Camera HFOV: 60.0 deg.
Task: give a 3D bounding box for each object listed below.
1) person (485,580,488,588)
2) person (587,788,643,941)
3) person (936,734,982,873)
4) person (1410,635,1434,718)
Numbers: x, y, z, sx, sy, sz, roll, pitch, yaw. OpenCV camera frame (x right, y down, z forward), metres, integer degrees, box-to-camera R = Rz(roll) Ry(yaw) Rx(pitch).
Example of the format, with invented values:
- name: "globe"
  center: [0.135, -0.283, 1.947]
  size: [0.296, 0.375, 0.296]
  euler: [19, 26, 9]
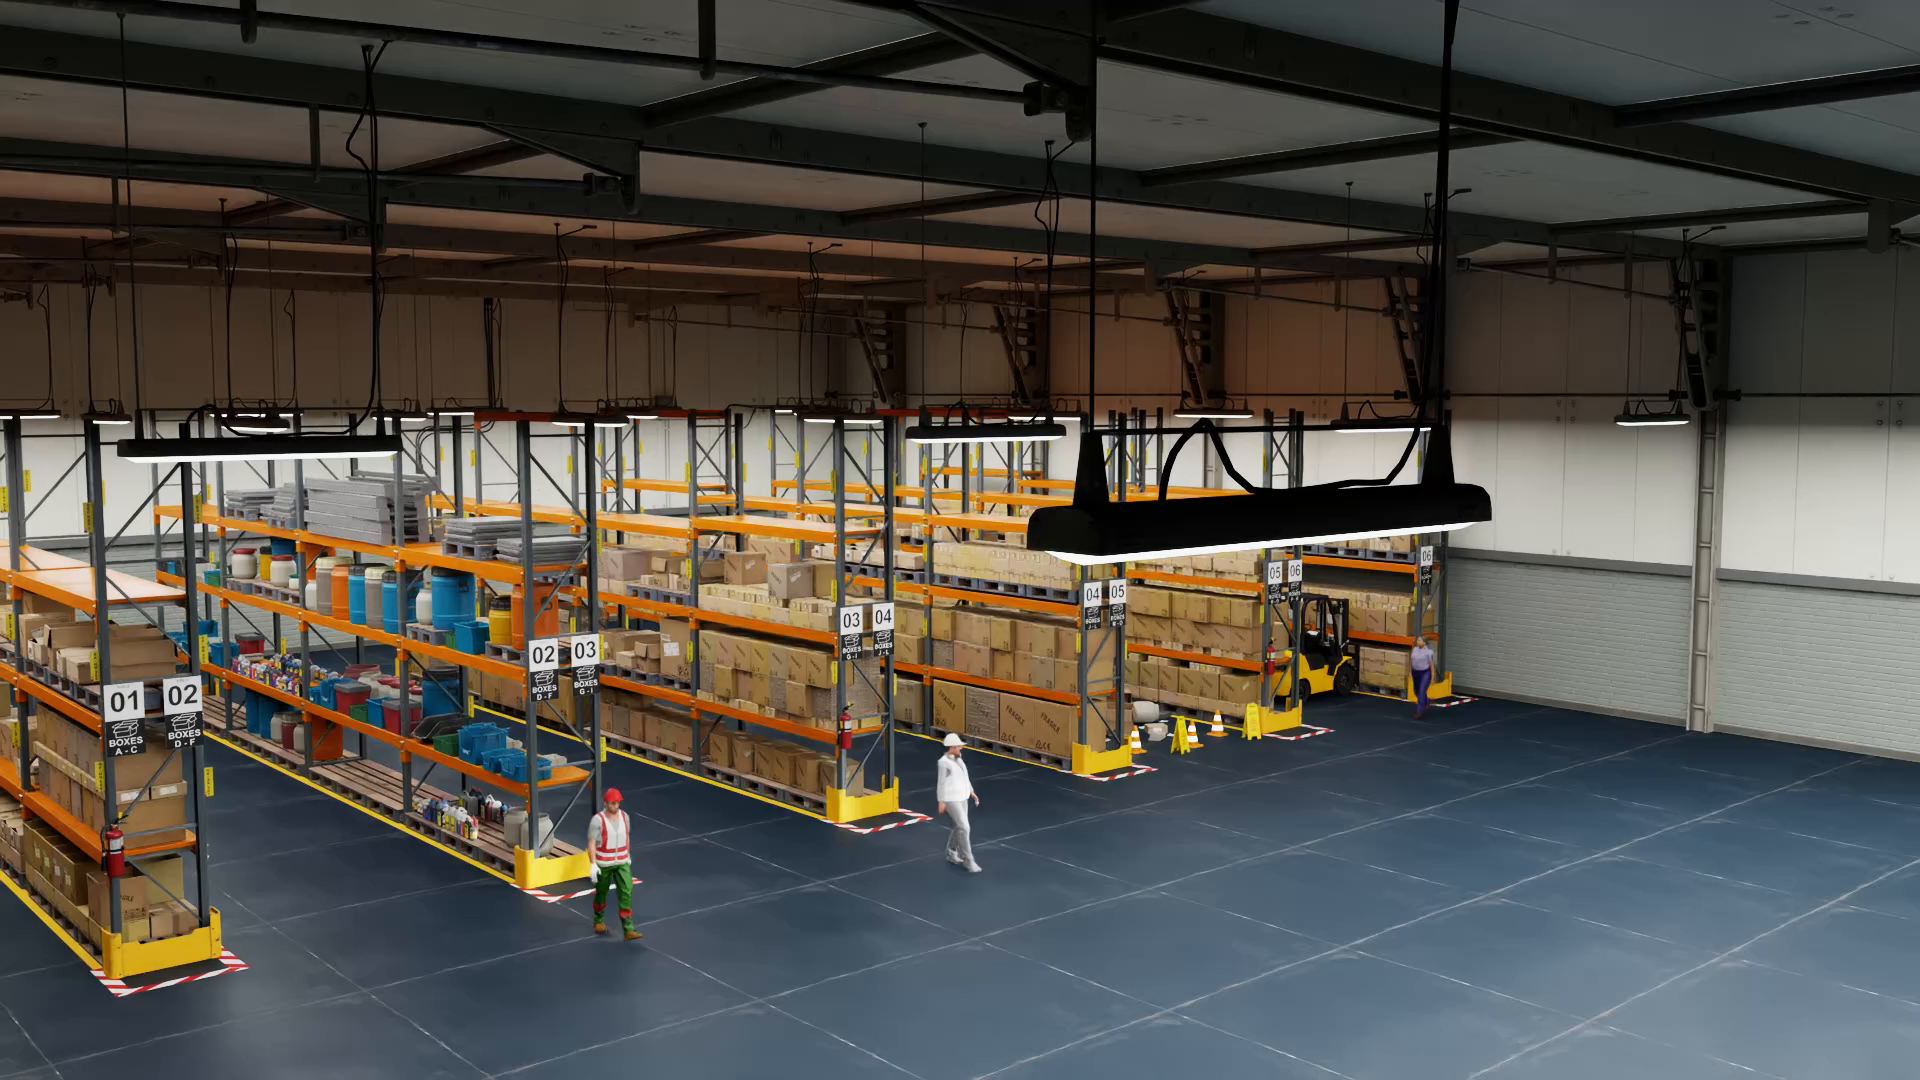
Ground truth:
- name: "person"
  center: [-12.038, 1.815, 42.120]
  size: [0.447, 1.632, 0.818]
  euler: [0, 5, 0]
- name: "person"
  center: [-4.022, 3.751, 19.252]
  size: [0.623, 1.743, 0.976]
  euler: [-3, 6, -34]
- name: "person"
  center: [0.057, 3.505, 22.282]
  size: [0.675, 1.789, 0.561]
  euler: [3, 6, 28]
- name: "person"
  center: [9.104, 2.648, 32.683]
  size: [0.501, 1.606, 0.917]
  euler: [4, 7, 41]
